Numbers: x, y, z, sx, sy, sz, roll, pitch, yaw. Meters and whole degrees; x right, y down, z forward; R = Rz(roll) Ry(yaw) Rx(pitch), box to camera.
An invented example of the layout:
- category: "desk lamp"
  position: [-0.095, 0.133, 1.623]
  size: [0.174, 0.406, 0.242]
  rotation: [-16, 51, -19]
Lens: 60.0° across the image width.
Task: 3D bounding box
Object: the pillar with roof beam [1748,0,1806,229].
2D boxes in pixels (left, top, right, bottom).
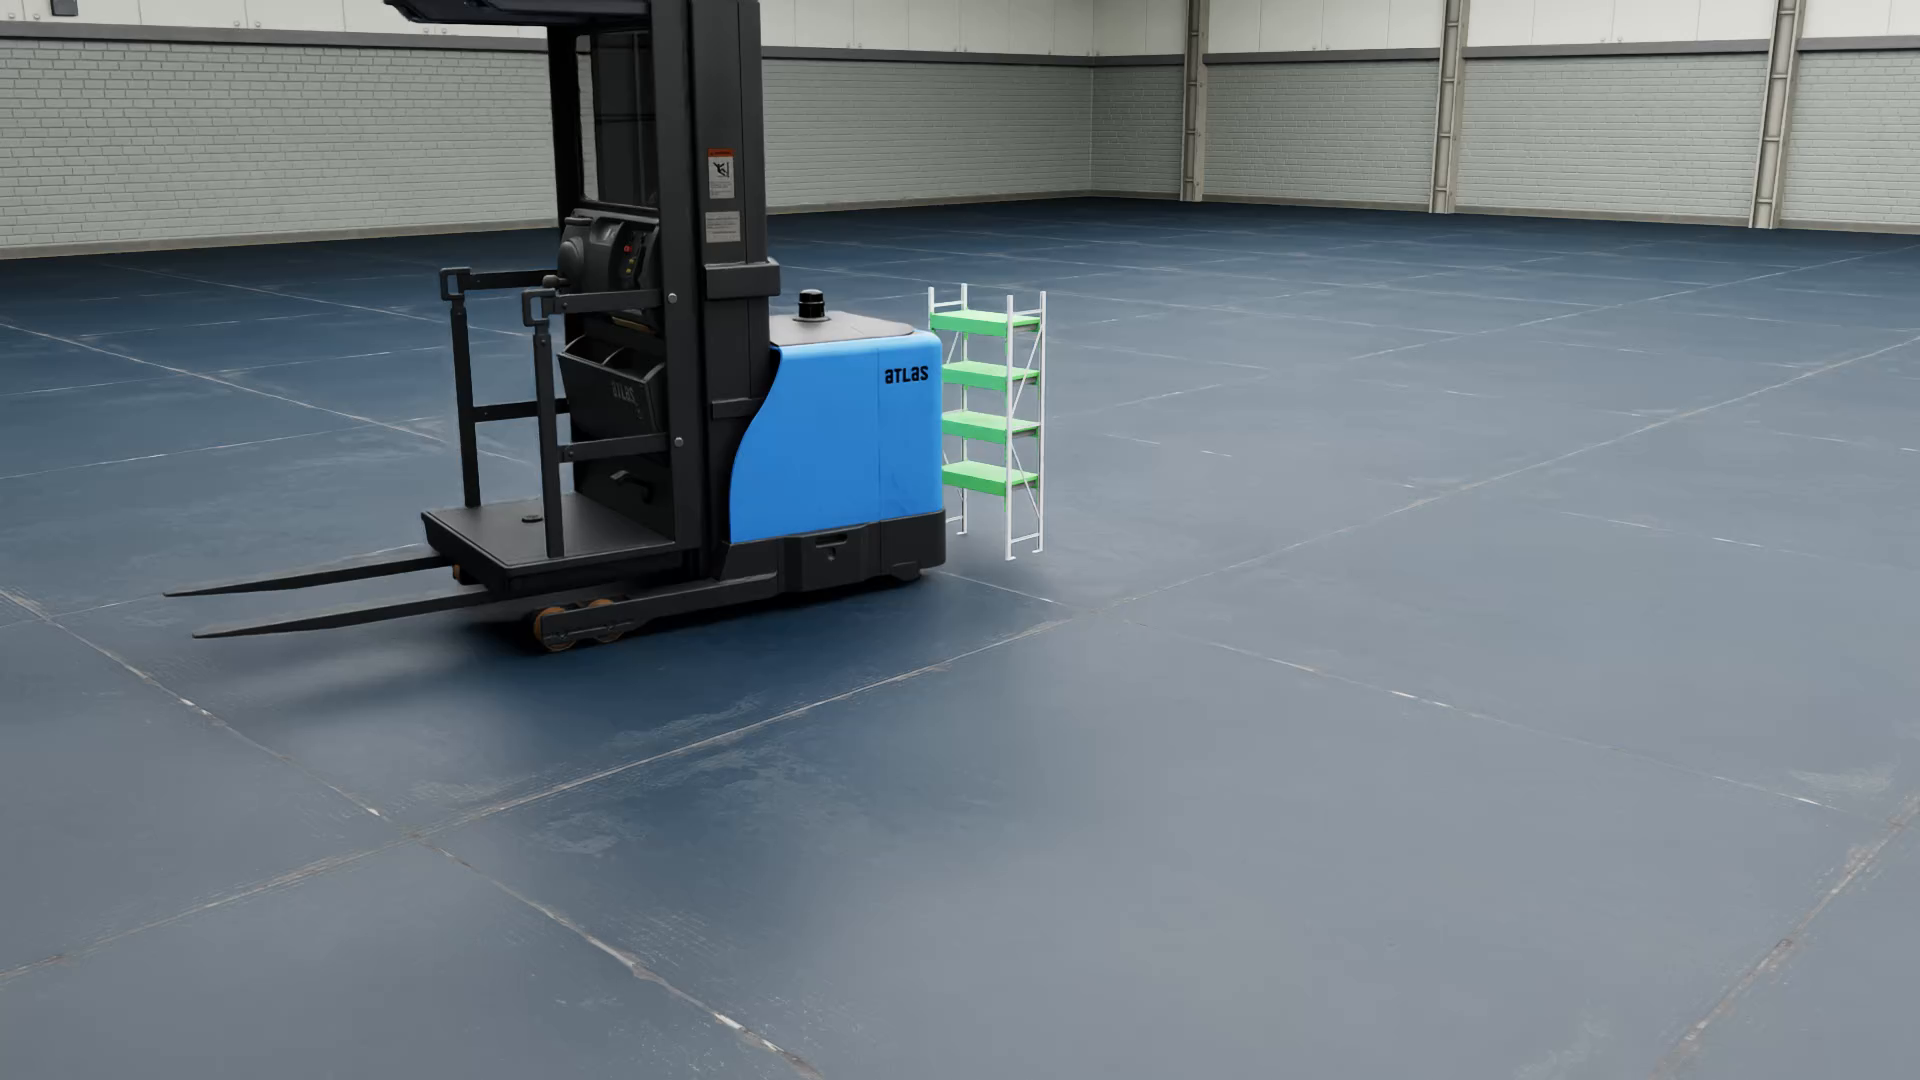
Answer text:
- category: "pillar with roof beam"
  position: [10.719, -8.899, 24.237]
  size: [0.400, 9.000, 9.100]
  rotation: [14, 20, 42]

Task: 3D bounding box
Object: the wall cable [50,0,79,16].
- category: "wall cable"
  position: [-11.398, -10.184, 22.427]
  size: [0.169, 6.003, 2.305]
  rotation: [14, 20, 42]

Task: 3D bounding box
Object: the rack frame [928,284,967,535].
- category: "rack frame"
  position: [-0.056, -0.594, 7.833]
  size: [0.015, 1.200, 0.240]
  rotation: [14, 20, 42]

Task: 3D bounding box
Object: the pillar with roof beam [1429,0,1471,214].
- category: "pillar with roof beam"
  position: [6.400, -9.949, 28.267]
  size: [0.400, 9.000, 9.100]
  rotation: [14, 20, 42]

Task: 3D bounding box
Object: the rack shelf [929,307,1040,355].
- category: "rack shelf"
  position: [0.119, -0.954, 7.565]
  size: [0.480, 0.148, 0.258]
  rotation: [14, 20, 42]

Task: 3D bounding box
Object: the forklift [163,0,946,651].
- category: "forklift"
  position: [-1.574, -1.148, 6.523]
  size: [3.031, 2.935, 1.130]
  rotation: [-9, 17, -32]

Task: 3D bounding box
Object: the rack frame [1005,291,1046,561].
- category: "rack frame"
  position: [0.295, -0.509, 7.506]
  size: [0.015, 1.200, 0.240]
  rotation: [14, 20, 42]

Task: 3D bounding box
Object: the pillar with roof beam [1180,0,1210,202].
- category: "pillar with roof beam"
  position: [2.080, -10.999, 32.297]
  size: [0.400, 9.000, 9.100]
  rotation: [14, 20, 42]

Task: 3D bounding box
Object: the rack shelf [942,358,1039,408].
- category: "rack shelf"
  position: [0.119, -0.722, 7.625]
  size: [0.480, 0.148, 0.258]
  rotation: [14, 20, 42]

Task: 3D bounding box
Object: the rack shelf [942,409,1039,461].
- category: "rack shelf"
  position: [0.119, -0.490, 7.686]
  size: [0.480, 0.148, 0.258]
  rotation: [14, 20, 42]

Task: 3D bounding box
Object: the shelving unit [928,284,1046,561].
- category: "shelving unit"
  position: [0.119, -0.552, 7.670]
  size: [0.503, 1.200, 0.258]
  rotation: [14, 20, 42]

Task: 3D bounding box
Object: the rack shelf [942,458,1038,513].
- category: "rack shelf"
  position: [0.119, -0.258, 7.746]
  size: [0.480, 0.148, 0.258]
  rotation: [14, 20, 42]
